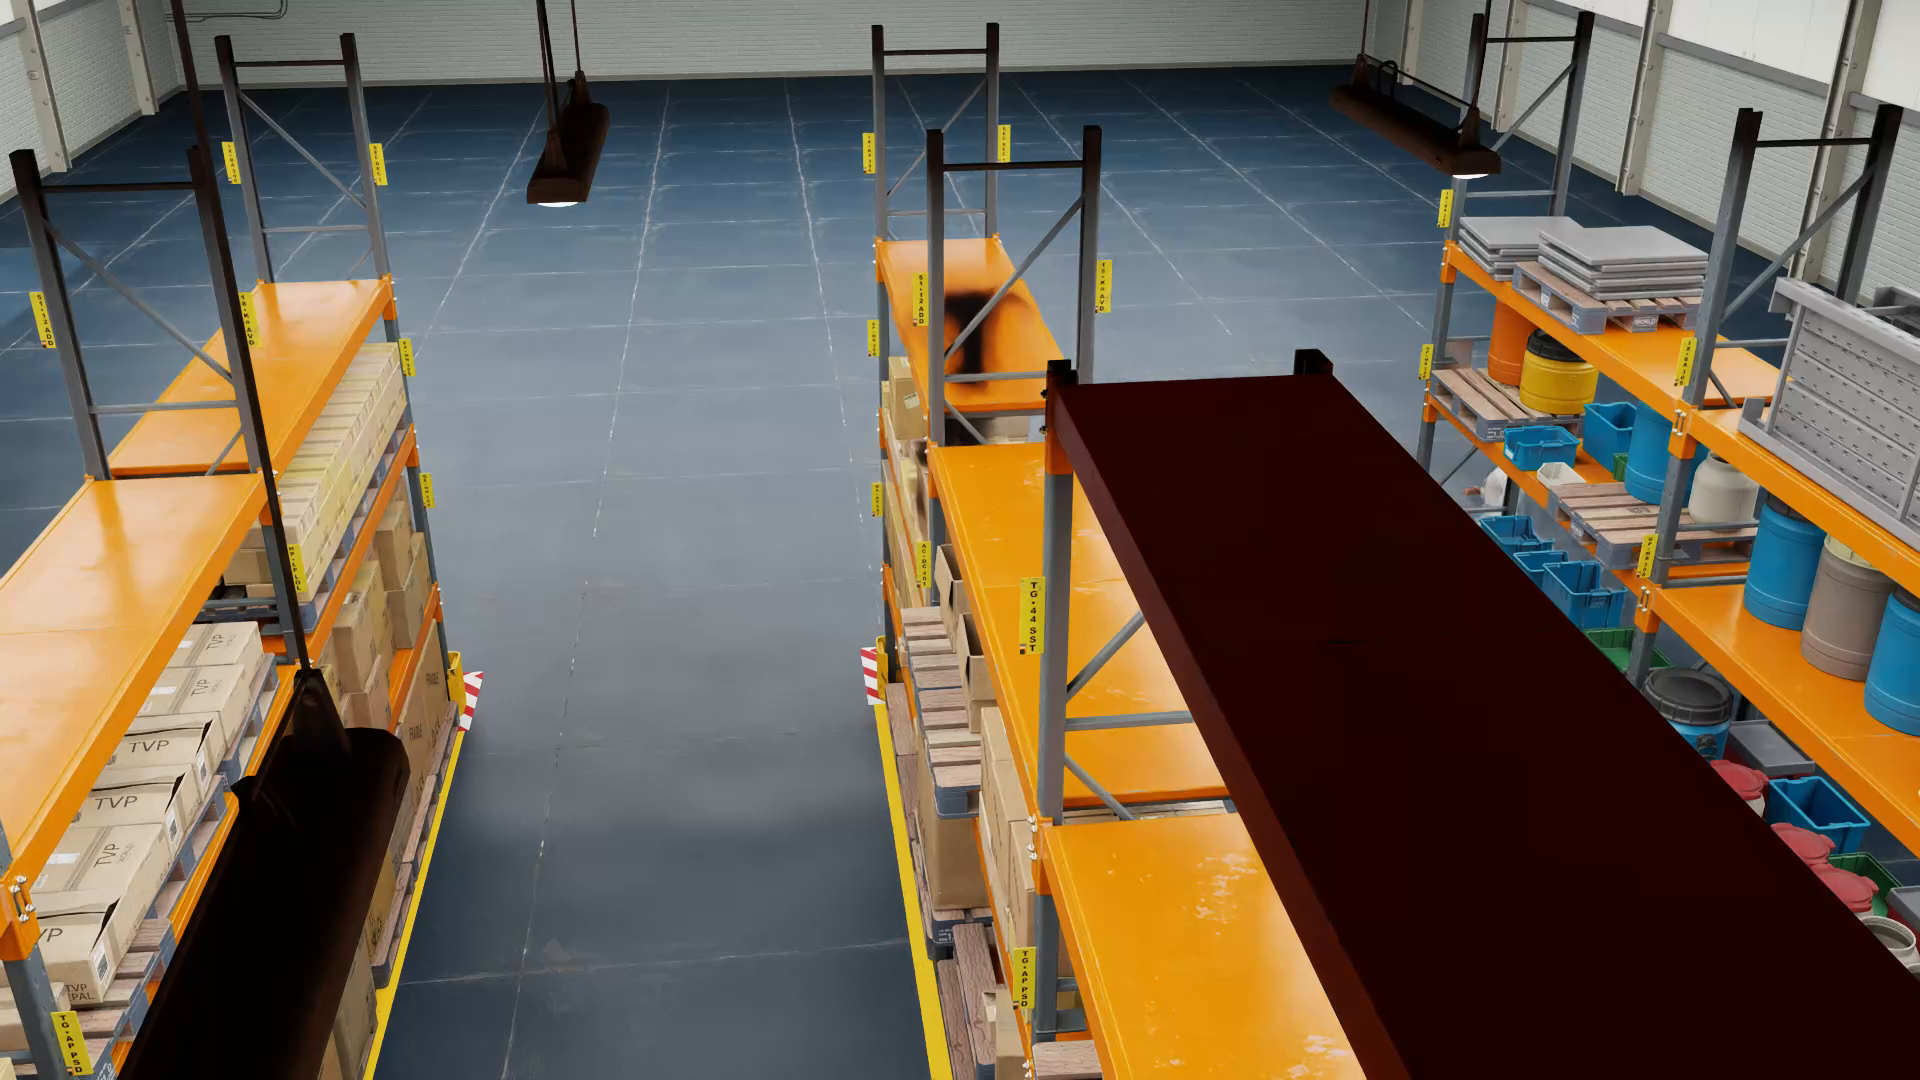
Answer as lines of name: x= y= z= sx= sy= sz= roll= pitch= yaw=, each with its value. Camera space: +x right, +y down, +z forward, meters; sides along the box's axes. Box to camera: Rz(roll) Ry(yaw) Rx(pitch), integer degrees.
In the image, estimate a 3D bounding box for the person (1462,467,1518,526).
person: x=5.427 y=-0.183 z=16.852 sx=0.836 sy=1.733 sz=0.721 roll=23 pitch=34 yaw=39
